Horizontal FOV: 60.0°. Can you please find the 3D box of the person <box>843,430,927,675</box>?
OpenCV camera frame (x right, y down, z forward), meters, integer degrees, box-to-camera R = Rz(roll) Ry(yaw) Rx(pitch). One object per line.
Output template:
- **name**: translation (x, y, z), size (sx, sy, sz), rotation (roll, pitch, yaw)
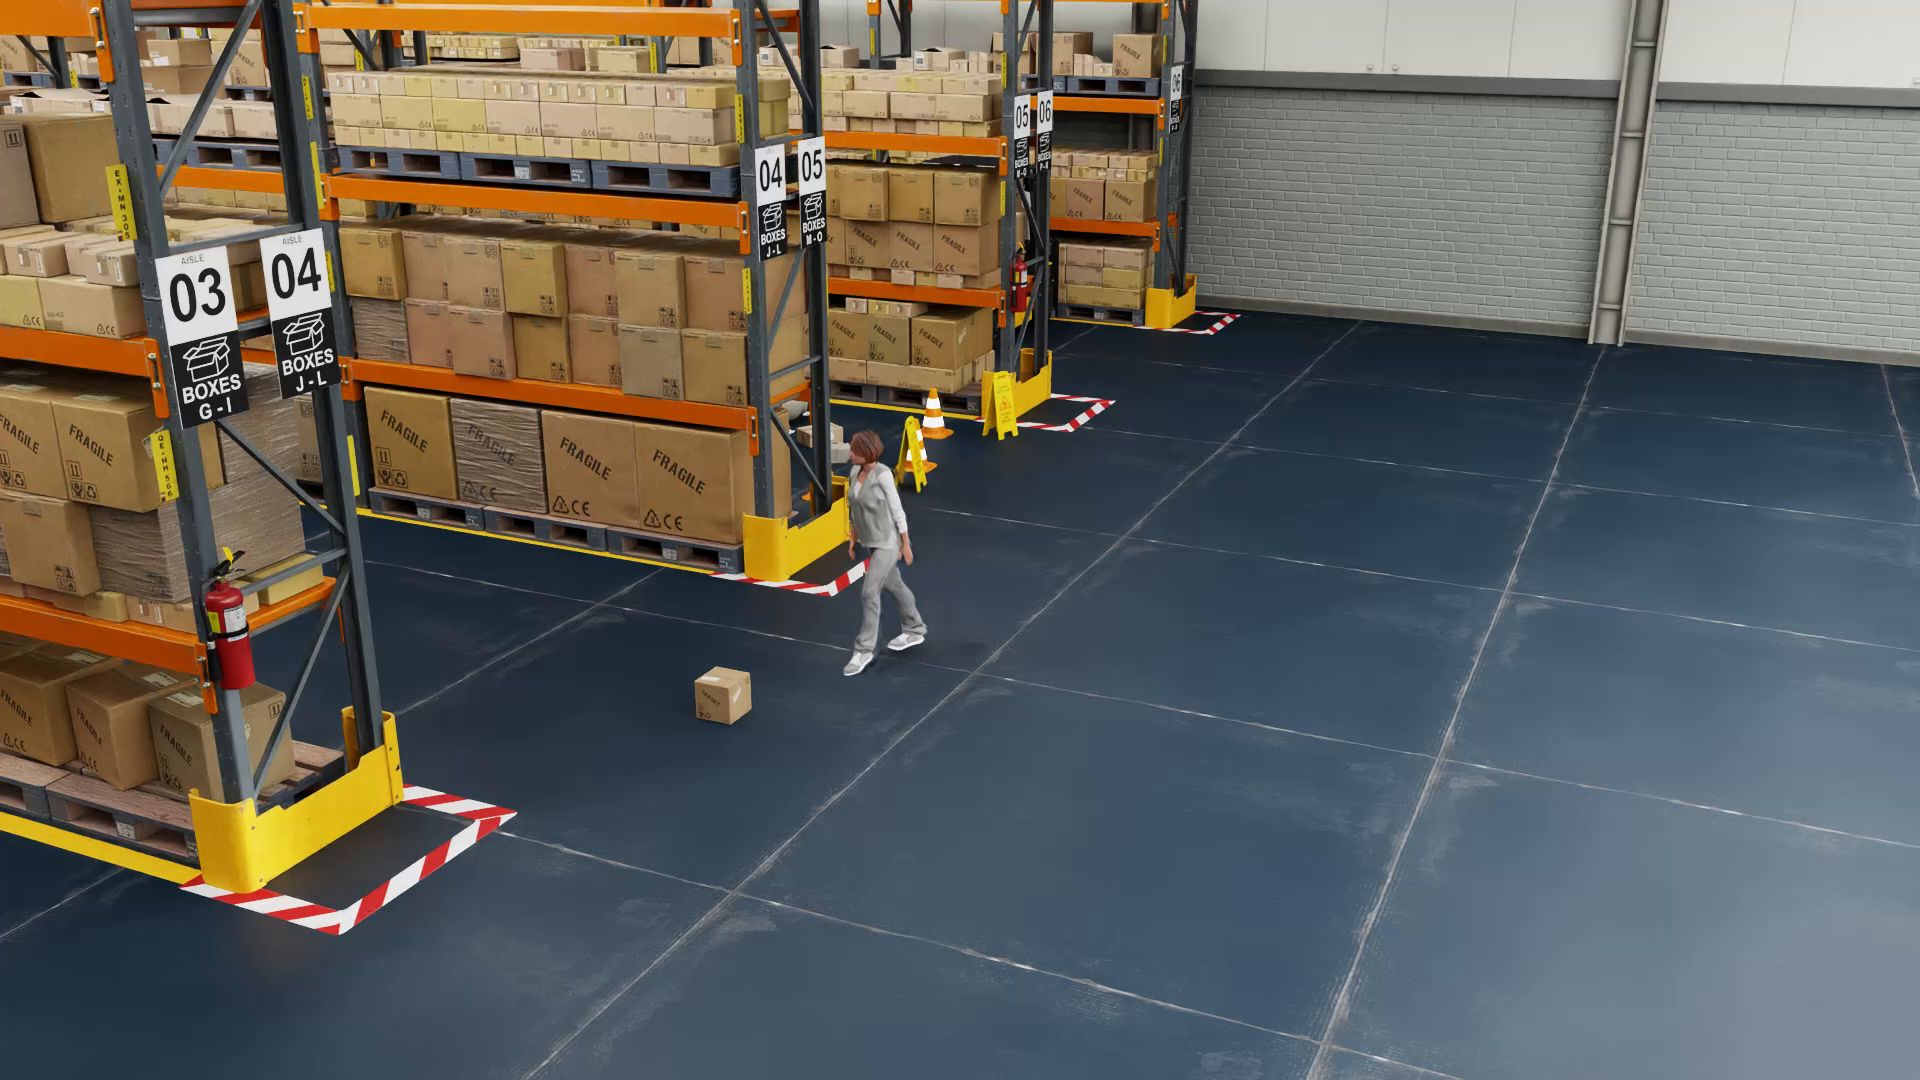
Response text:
- **person**: translation (-0.540, 0.039, 10.989), size (0.694, 1.600, 0.442), rotation (-11, 22, -28)
